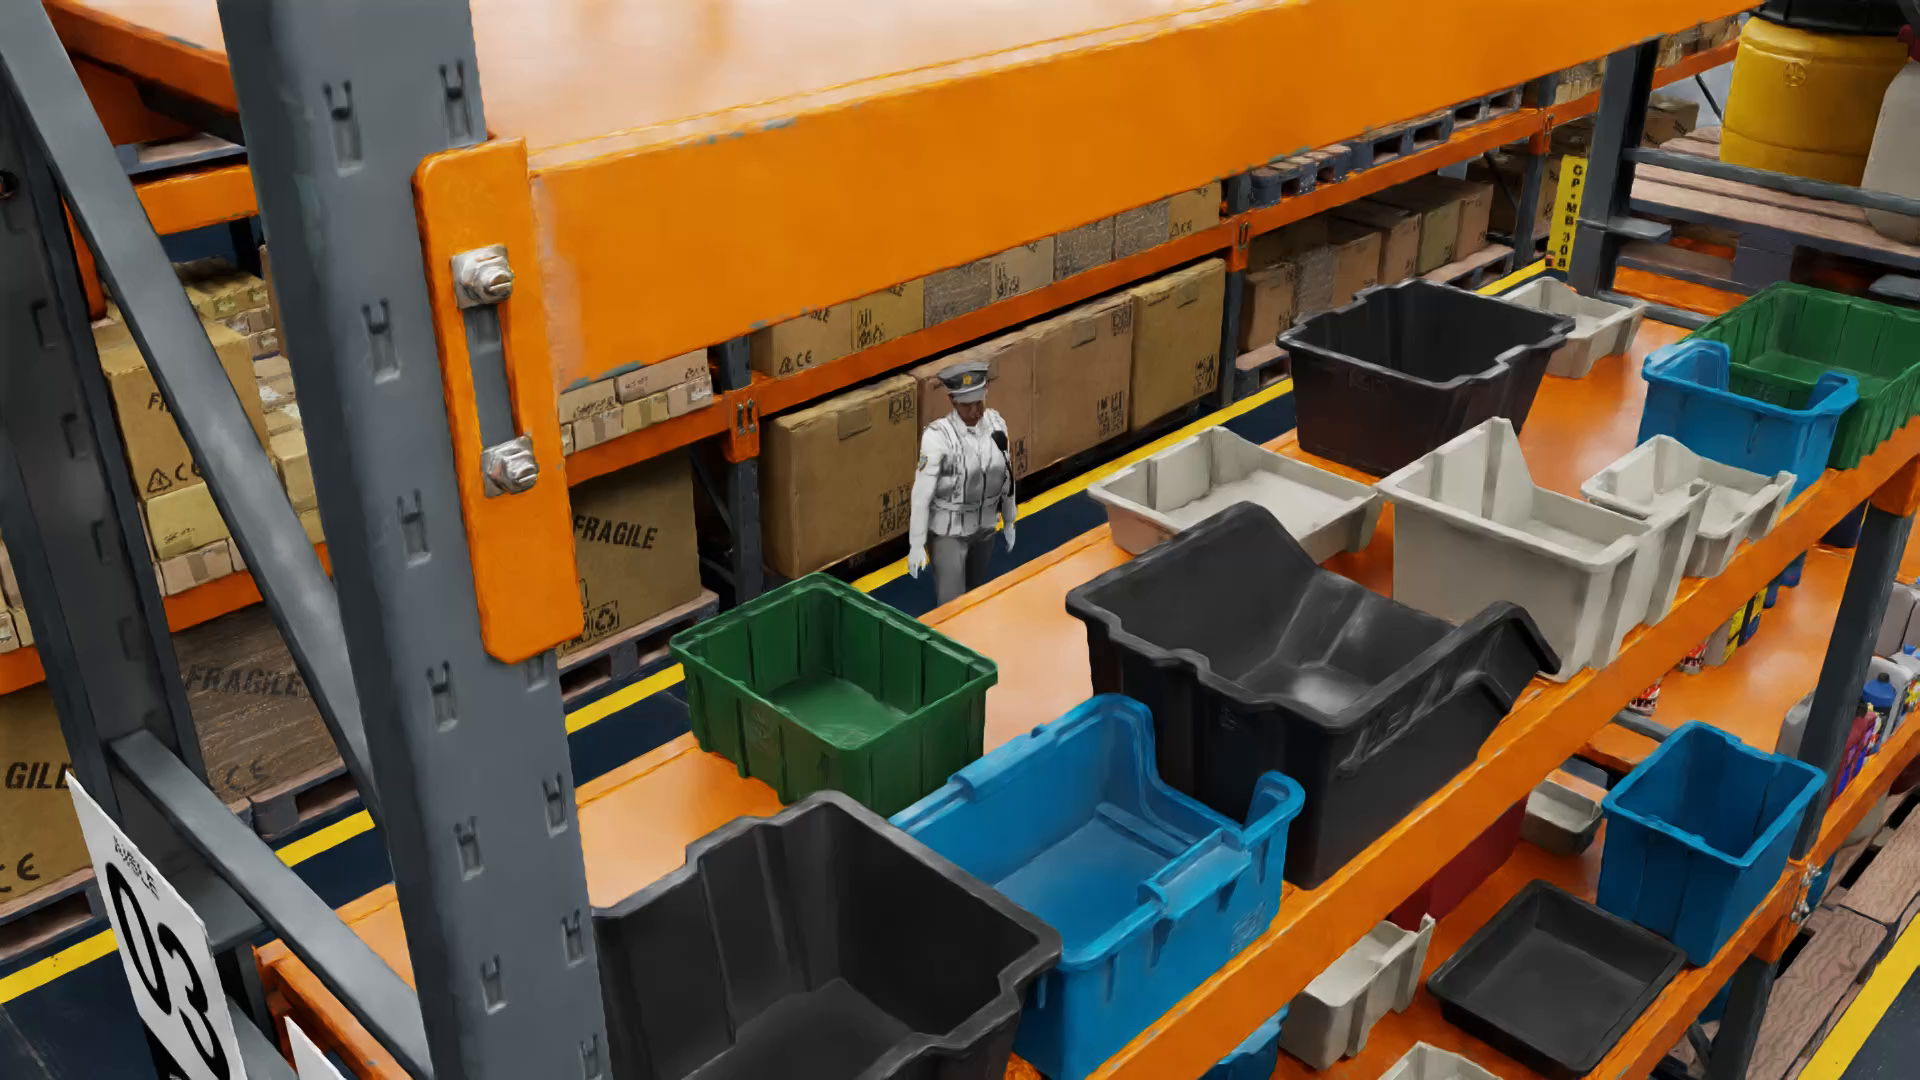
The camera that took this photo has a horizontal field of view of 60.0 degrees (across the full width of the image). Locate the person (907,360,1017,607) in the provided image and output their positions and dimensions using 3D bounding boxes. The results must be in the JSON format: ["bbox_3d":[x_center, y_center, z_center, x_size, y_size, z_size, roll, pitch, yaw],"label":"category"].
[{"bbox_3d":[0.025,-0.024,7.602,0.601,1.668,0.553,-22,35,-35],"label":"person"}]
